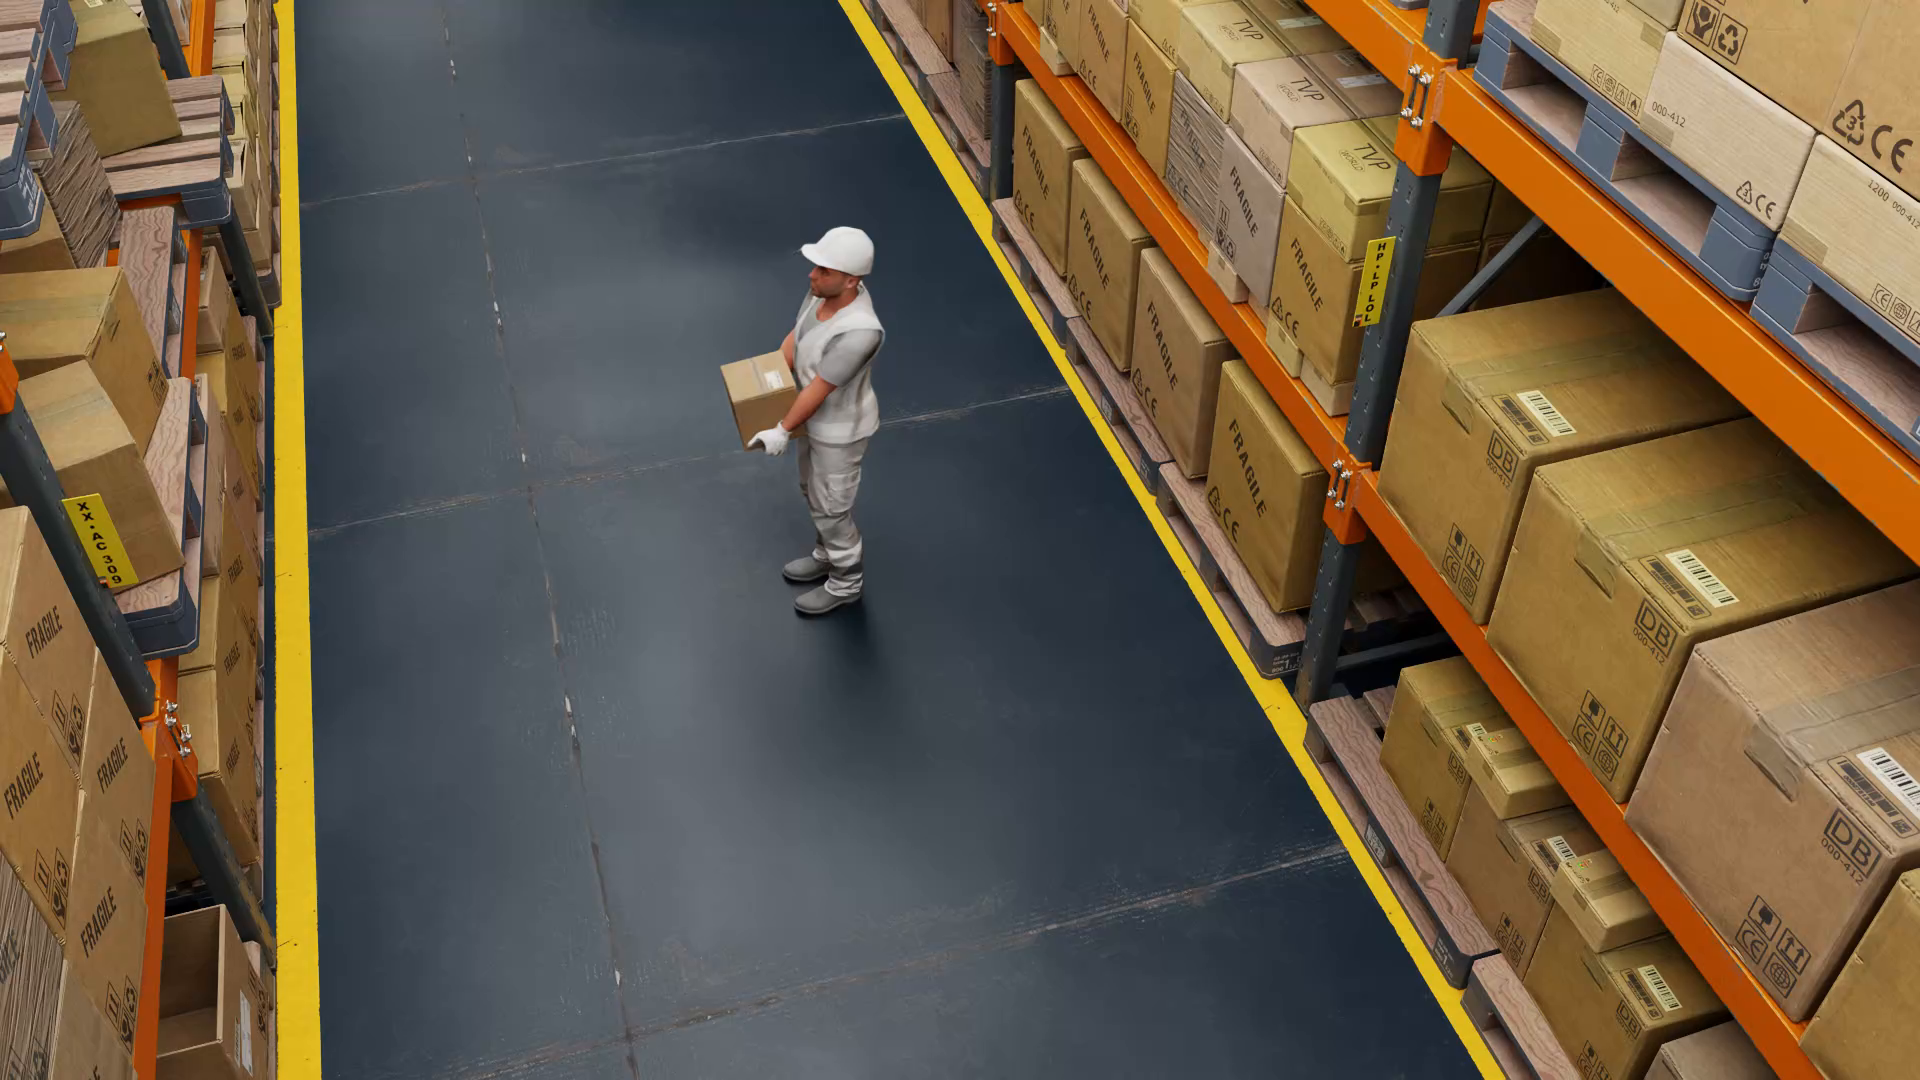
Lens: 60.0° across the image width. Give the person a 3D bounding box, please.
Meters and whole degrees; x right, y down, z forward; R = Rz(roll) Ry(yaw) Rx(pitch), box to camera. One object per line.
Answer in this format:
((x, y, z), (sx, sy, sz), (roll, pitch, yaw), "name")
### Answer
((-0.591, -0.445, 6.644), (0.563, 1.782, 0.493), (-11, 43, -12), "person")
